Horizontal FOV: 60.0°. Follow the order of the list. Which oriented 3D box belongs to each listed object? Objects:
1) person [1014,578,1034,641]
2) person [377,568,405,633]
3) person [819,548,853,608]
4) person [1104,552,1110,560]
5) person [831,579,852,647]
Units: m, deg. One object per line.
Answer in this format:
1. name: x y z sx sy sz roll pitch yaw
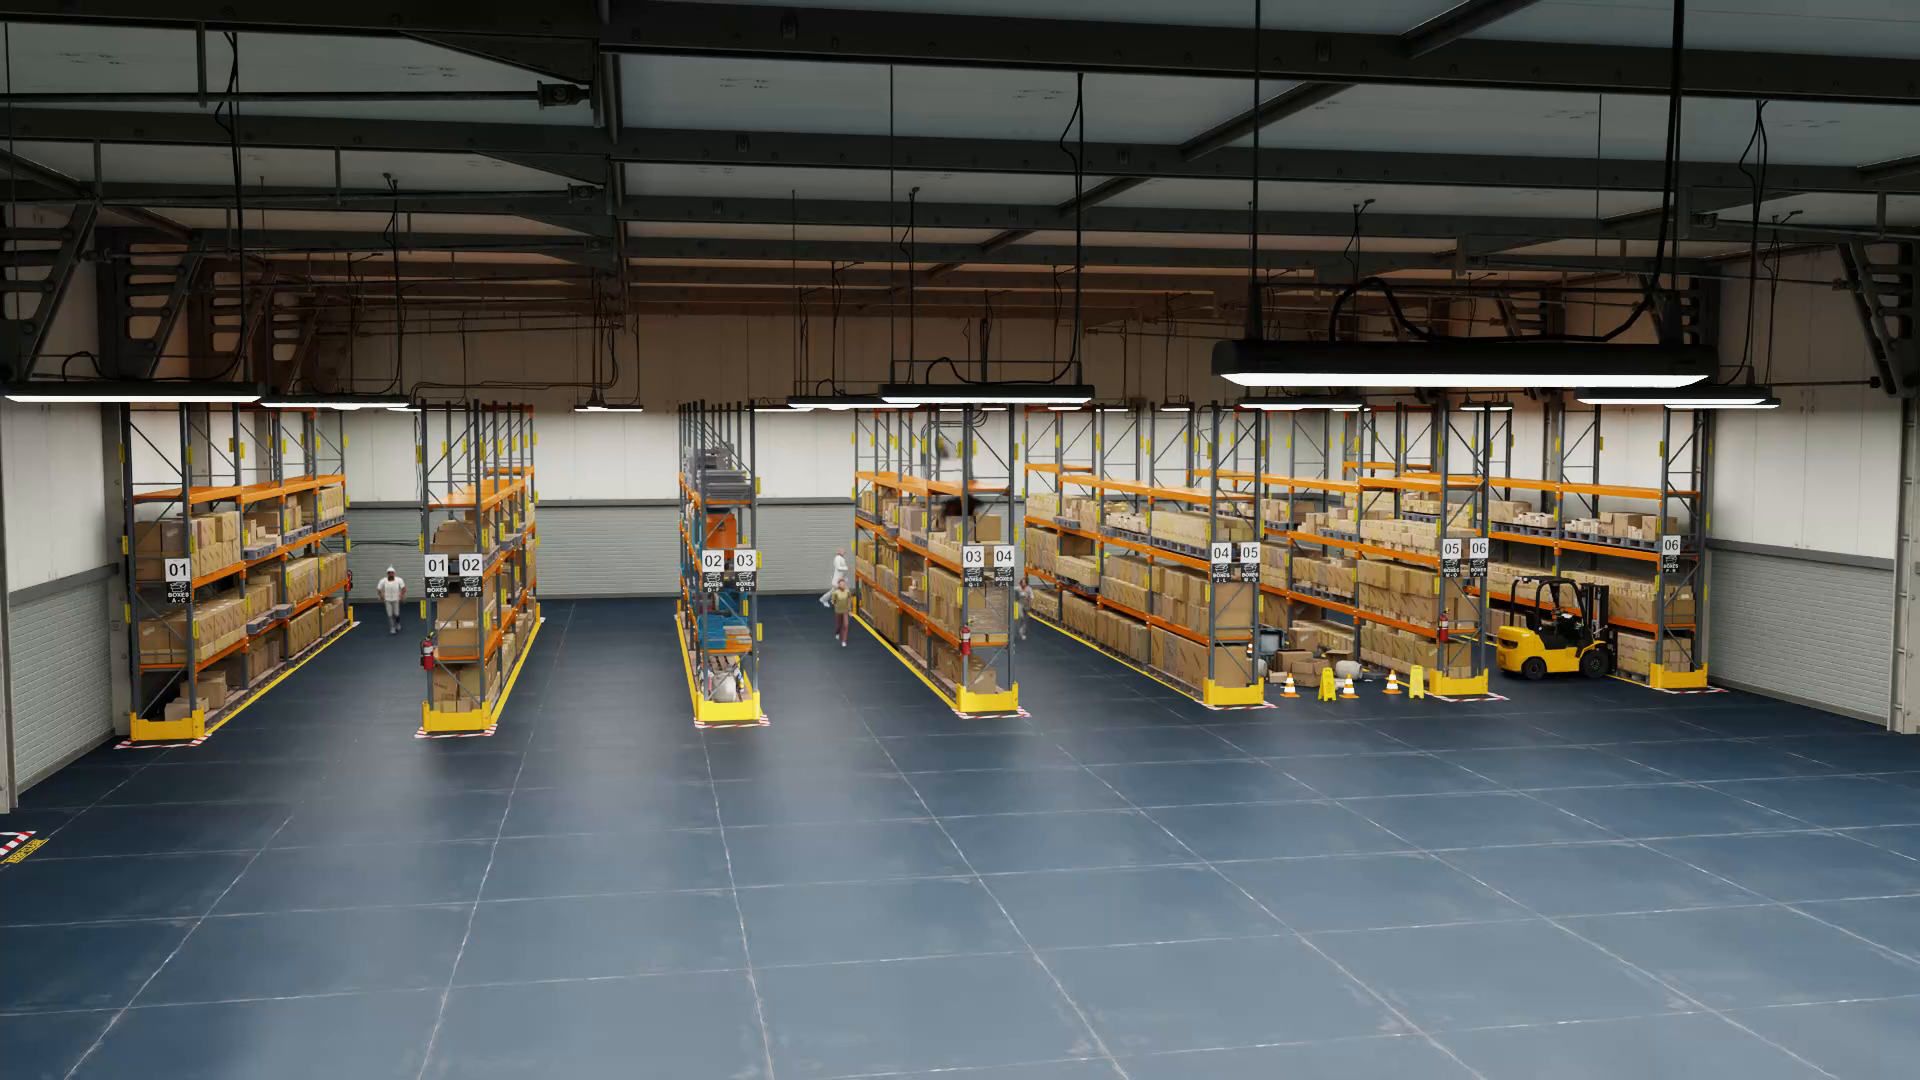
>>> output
1. person: 1.605 1.750 42.428 0.539 1.579 0.945 -1 4 -8
2. person: -14.880 1.578 43.494 0.706 1.723 0.543 -1 5 -17
3. person: -3.602 1.138 48.986 1.046 1.815 0.725 1 4 9
4. person: 4.303 1.249 48.257 0.773 1.774 0.888 0 4 -5
5. person: -2.937 1.787 41.277 0.566 1.647 0.875 -1 4 -14
